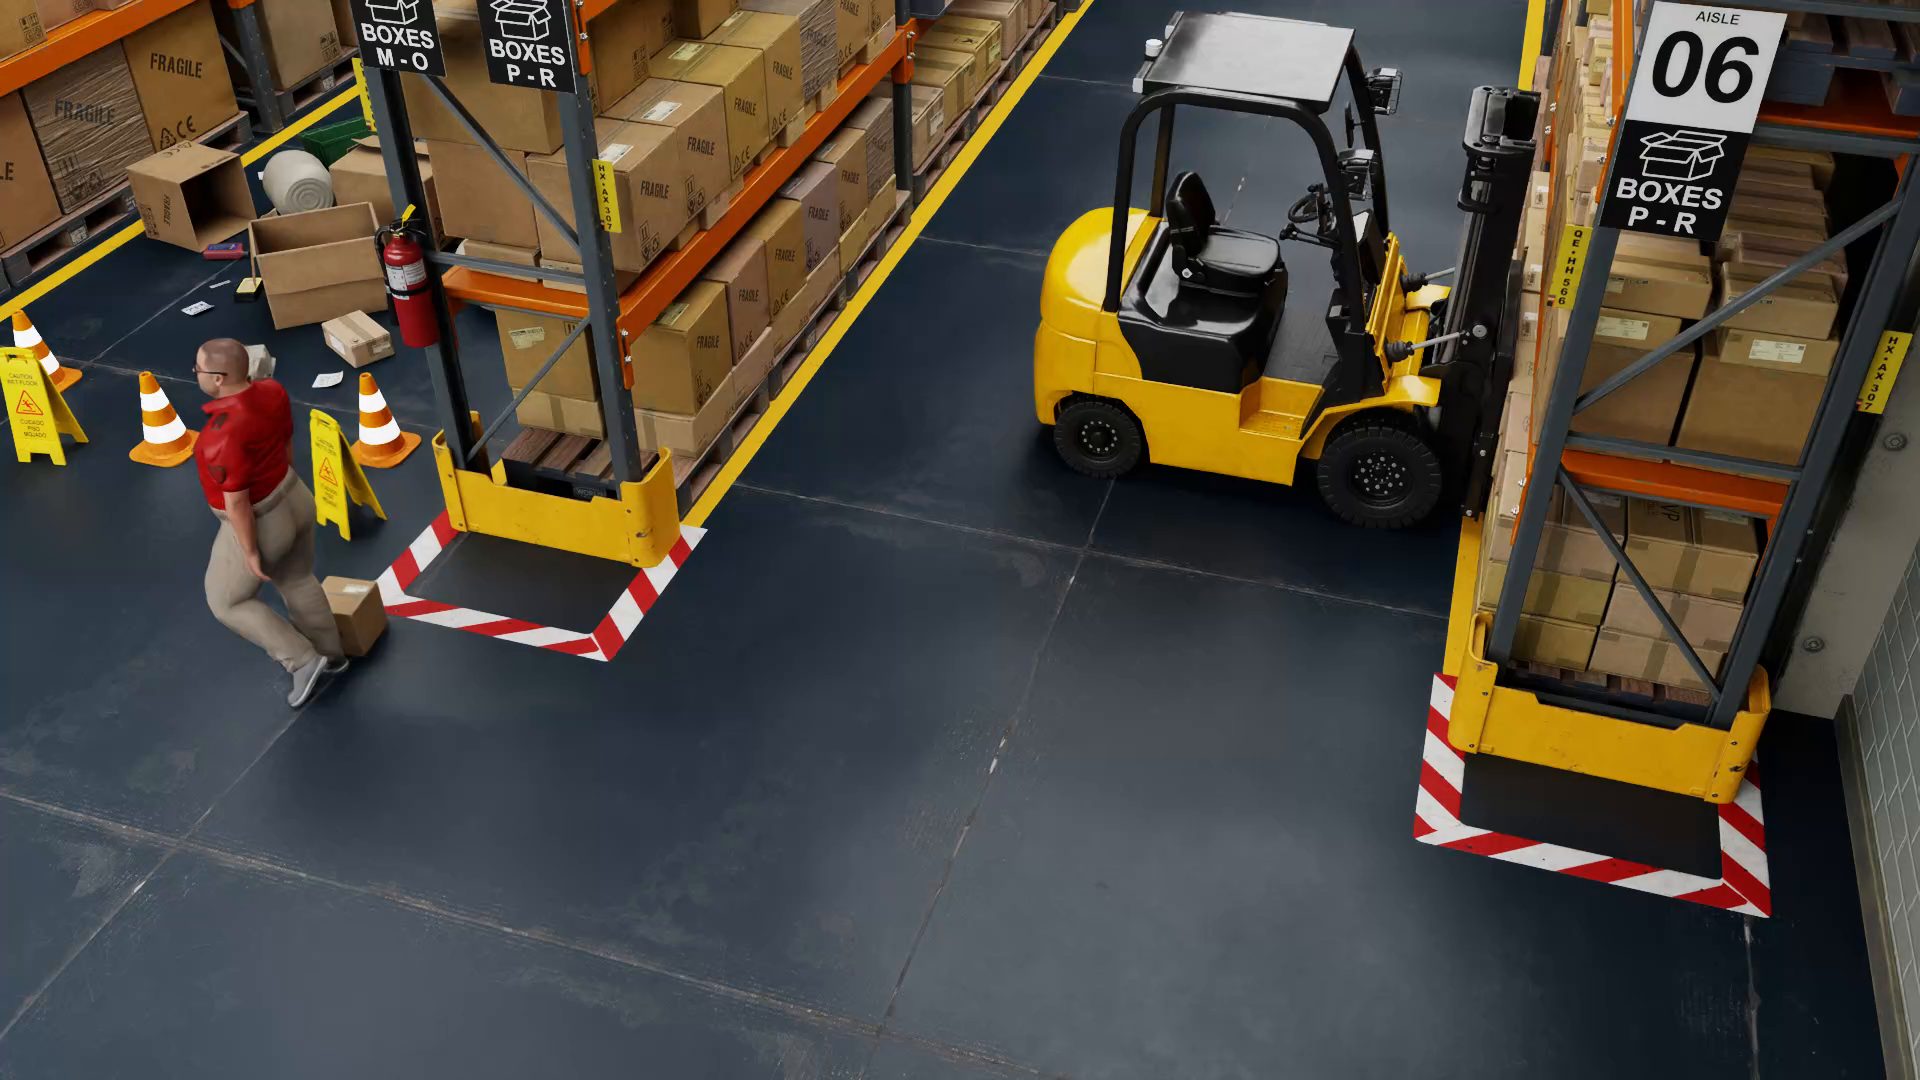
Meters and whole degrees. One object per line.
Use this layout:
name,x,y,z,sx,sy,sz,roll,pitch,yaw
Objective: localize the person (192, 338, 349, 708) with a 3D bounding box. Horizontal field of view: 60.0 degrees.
person,-2.962,-0.075,7.005,0.421,1.761,0.536,7,37,10
